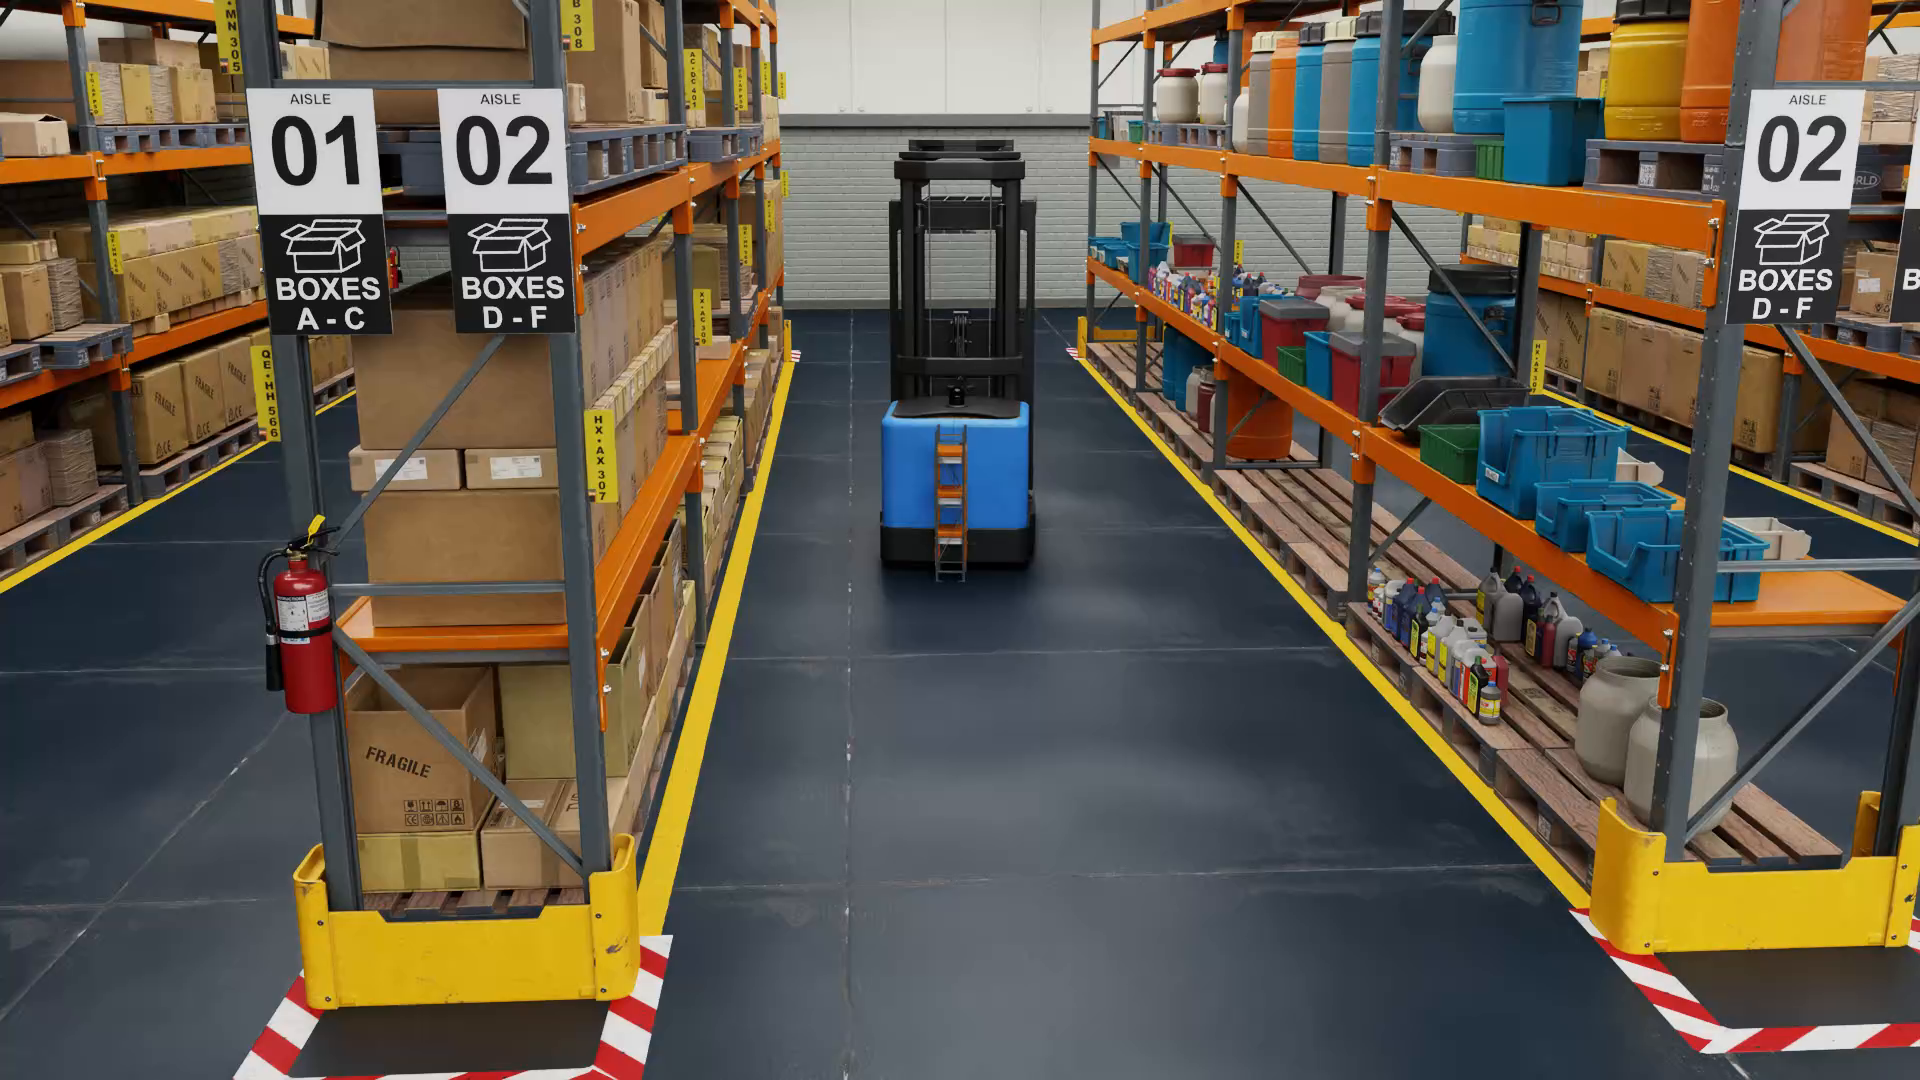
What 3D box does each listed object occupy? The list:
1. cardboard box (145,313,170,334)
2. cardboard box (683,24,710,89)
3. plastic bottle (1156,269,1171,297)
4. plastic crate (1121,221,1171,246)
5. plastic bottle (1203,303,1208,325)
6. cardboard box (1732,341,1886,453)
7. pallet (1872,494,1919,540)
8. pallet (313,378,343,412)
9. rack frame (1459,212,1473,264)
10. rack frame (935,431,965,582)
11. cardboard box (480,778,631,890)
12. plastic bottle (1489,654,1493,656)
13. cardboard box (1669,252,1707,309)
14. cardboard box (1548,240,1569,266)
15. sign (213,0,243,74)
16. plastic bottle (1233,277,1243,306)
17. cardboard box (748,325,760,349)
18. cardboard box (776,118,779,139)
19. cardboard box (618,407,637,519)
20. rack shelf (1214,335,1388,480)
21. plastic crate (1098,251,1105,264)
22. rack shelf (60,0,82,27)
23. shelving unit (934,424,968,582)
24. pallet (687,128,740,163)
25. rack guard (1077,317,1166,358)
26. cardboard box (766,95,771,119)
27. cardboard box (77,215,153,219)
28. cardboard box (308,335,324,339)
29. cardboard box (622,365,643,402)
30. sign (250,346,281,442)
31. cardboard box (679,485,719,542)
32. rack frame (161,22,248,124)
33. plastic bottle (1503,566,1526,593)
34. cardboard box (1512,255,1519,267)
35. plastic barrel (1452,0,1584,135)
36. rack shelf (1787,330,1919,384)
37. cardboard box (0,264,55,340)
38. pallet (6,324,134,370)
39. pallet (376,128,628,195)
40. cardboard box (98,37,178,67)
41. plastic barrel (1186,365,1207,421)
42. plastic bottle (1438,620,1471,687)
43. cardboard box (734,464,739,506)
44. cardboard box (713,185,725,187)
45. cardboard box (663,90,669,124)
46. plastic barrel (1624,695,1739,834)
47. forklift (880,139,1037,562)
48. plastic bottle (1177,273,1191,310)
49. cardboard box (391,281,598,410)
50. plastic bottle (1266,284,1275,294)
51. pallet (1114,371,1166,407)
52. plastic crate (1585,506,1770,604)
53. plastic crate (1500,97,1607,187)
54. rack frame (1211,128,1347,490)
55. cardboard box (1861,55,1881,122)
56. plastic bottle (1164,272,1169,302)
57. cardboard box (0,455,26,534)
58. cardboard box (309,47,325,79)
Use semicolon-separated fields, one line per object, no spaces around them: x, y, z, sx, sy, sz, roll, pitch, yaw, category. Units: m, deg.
-6.959;-1.839;14.120;0.380;0.149;0.250;0;14;-2;cardboard box
-2.308;-3.907;13.465;0.500;0.500;0.500;-1;14;-3;cardboard box
2.081;-2.611;16.905;0.152;0.276;0.135;-1;14;-3;plastic bottle
2.369;-3.844;21.255;0.616;0.435;0.499;-1;14;-3;plastic crate
2.197;-1.997;14.667;0.097;0.201;0.097;0;14;0;plastic bottle
7.579;-1.311;15.025;1.225;0.875;0.875;-2;15;-6;cardboard box
7.720;-0.118;12.560;1.003;0.211;1.213;-1;14;-3;pallet
-7.448;-1.570;18.206;1.003;0.211;1.213;-1;14;-3;pallet
7.105;-3.955;21.877;1.000;3.000;0.127;-1;14;-3;rack frame
-0.067;-0.222;11.284;0.200;1.050;0.008;1;14;3;rack frame
-1.602;1.168;6.643;0.500;0.250;0.500;-1;14;-3;cardboard box
2.728;0.689;8.562;0.097;0.201;0.097;0;14;0;plastic bottle
7.232;-2.512;16.070;0.500;0.500;0.500;-1;14;-2;cardboard box
7.029;-3.266;18.903;0.500;0.250;0.500;0;14;-2;cardboard box
-2.334;-1.662;5.327;0.100;0.325;0.005;-1;14;-3;sign
2.710;-2.414;16.147;0.097;0.271;0.097;0;14;0;plastic bottle
-2.656;-2.279;19.492;0.797;0.503;0.637;-1;14;-3;cardboard box
-2.488;-5.059;20.450;0.500;0.250;0.500;-1;14;-3;cardboard box
-1.906;-0.373;7.756;0.700;0.500;0.500;0;14;-2;cardboard box
2.781;-1.043;12.003;1.077;0.370;4.000;-1;14;-3;rack shelf
1.828;-3.463;20.376;0.250;0.136;0.298;-1;14;-3;plastic crate
-7.107;-3.602;10.711;1.077;0.370;4.000;-1;14;-3;rack shelf
-0.061;-0.253;11.402;0.215;1.050;0.252;1;14;3;shelving unit
-2.083;-2.729;11.472;1.003;0.211;1.213;0;14;-1;pallet
2.147;-2.673;21.914;1.175;0.500;0.348;-1;14;-3;rack guard
-2.369;-4.804;18.455;0.500;0.250;0.500;-1;14;-3;cardboard box
-7.607;-2.793;15.019;0.500;0.250;0.500;-1;14;-5;cardboard box
-7.262;-2.313;18.368;0.380;0.149;0.250;0;14;-2;cardboard box
-1.712;-0.735;7.860;0.380;0.149;0.250;0;14;-2;cardboard box
-2.334;-0.494;5.628;0.100;0.325;0.005;-1;14;-3;sign
-1.842;-0.193;10.806;0.500;0.311;0.500;-1;14;-4;cardboard box
-7.479;-5.636;16.371;1.000;3.000;0.127;-1;14;-3;rack frame
3.233;0.332;9.651;0.144;0.351;0.185;-1;14;-5;plastic bottle
6.894;-3.357;20.059;0.380;0.149;0.250;-1;14;-5;cardboard box
2.860;-2.543;8.524;0.600;0.901;0.708;-1;14;-3;plastic barrel
7.725;-1.119;12.301;1.077;0.370;4.000;-1;14;-3;rack shelf
-7.130;-1.742;12.193;0.700;0.500;0.500;-2;15;-9;cardboard box
-7.080;-1.467;12.594;1.213;0.211;1.003;-1;14;-3;pallet
-1.809;-1.410;6.143;1.003;0.211;1.213;-1;14;-3;pallet
-7.506;-4.450;15.193;0.500;0.250;0.500;-1;14;-5;cardboard box
2.416;-1.428;16.209;0.421;0.512;0.421;0;14;0;plastic barrel
2.590;0.582;8.678;0.144;0.351;0.185;0;14;-1;plastic bottle
-1.975;-0.430;12.852;0.500;0.250;0.500;-1;14;-4;cardboard box
-2.920;-3.840;19.225;0.500;0.500;0.500;-1;14;-4;cardboard box
-2.096;-2.878;11.131;0.500;0.250;0.500;-2;15;-8;cardboard box
3.036;0.940;7.003;0.421;0.512;0.421;0;14;0;plastic barrel
0.030;-1.574;12.763;1.130;2.935;3.031;1;14;3;forklift
2.148;-2.362;15.787;0.144;0.351;0.185;-1;14;-3;plastic bottle
-1.849;-0.760;6.658;0.700;0.500;0.500;-1;14;-5;cardboard box
2.902;-2.255;15.531;0.097;0.271;0.097;0;14;0;plastic bottle
2.325;-1.715;18.769;1.003;0.211;1.213;-1;14;-3;pallet
2.823;0.053;6.599;0.499;0.251;0.616;-1;14;-3;plastic crate
2.734;-1.814;7.568;0.392;0.384;0.575;-1;14;-3;plastic crate
2.657;-1.889;13.847;1.000;3.000;0.127;-1;14;-3;rack frame
7.373;-3.587;13.226;0.500;0.500;0.500;-1;14;-3;cardboard box
2.061;-2.508;16.489;0.061;0.283;0.133;-1;14;-3;plastic bottle
-7.159;-0.307;11.833;0.700;0.500;0.500;-1;14;-4;cardboard box
-7.317;-5.158;18.285;0.500;0.500;0.500;-1;14;-3;cardboard box
